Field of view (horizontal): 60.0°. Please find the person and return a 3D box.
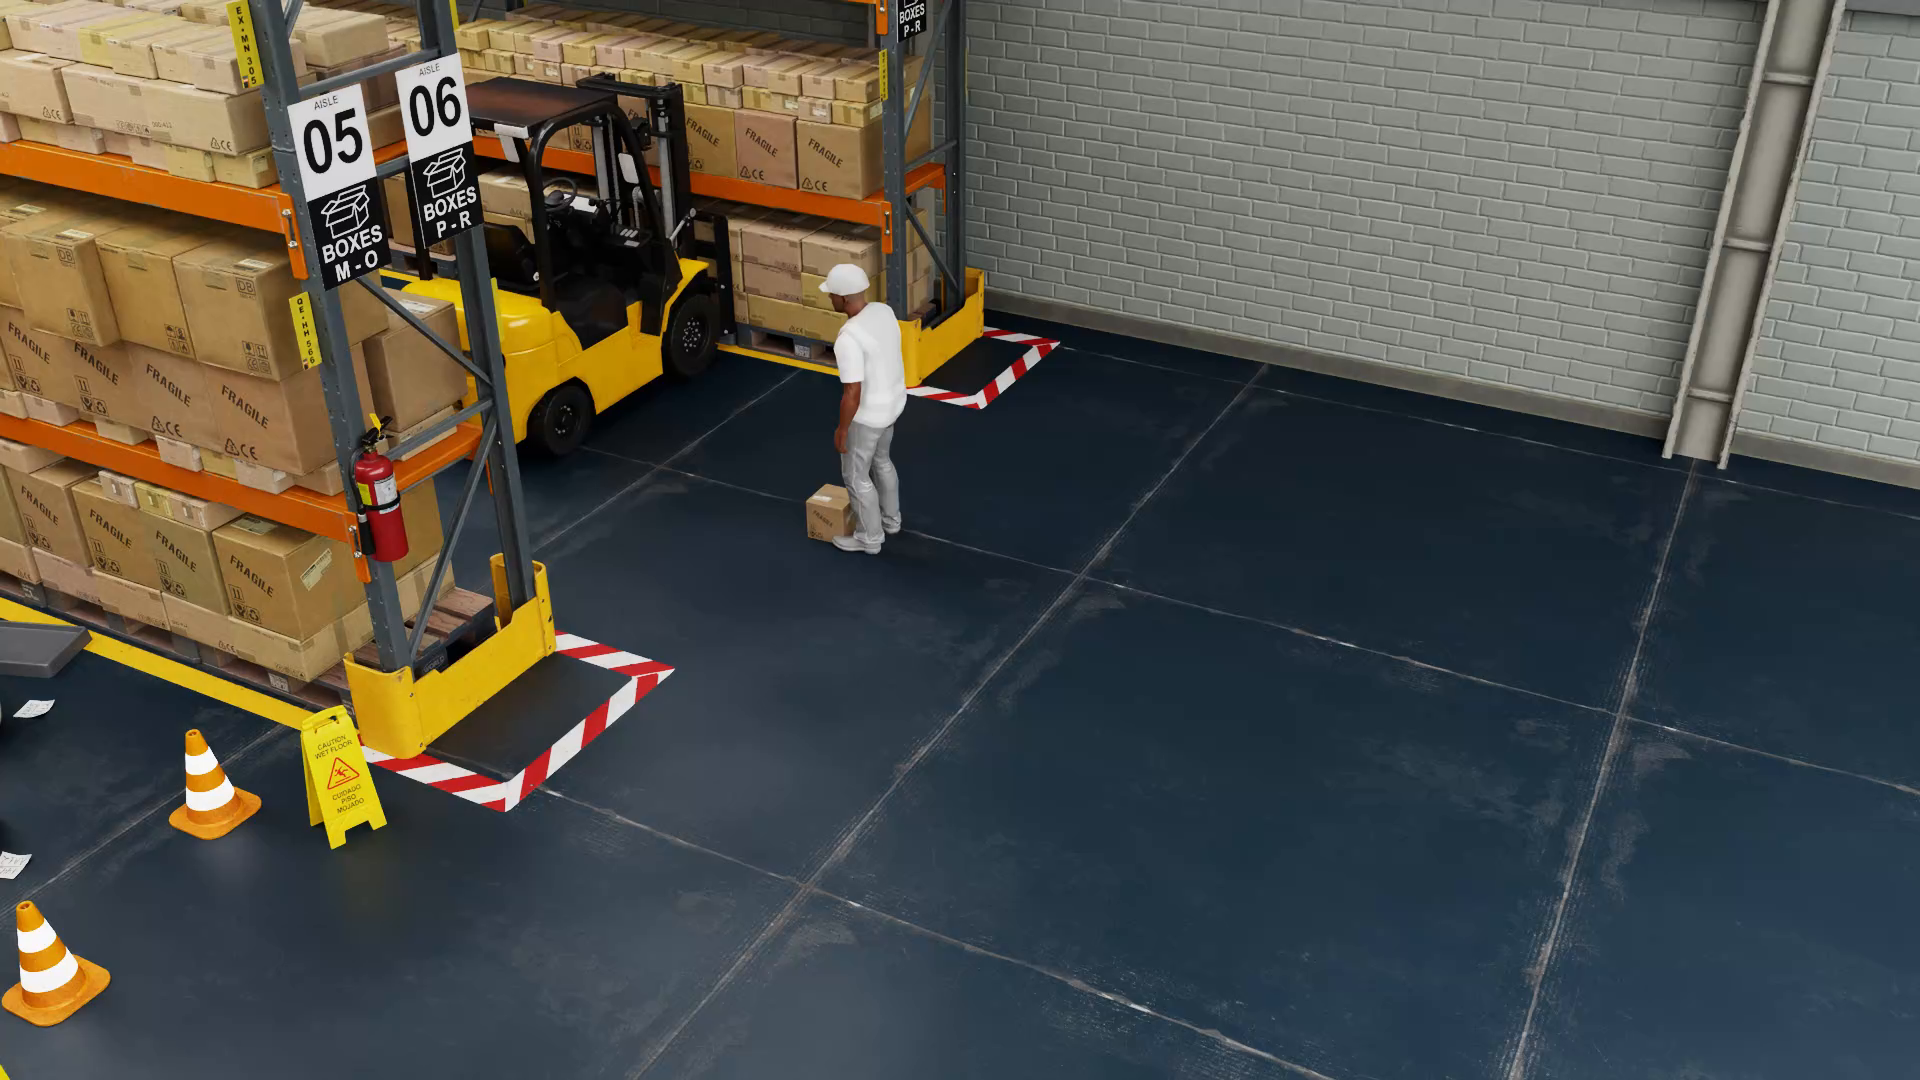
[{"bbox_3d":[-0.555,-0.757,9.594,0.462,1.759,0.633,12,32,20],"label":"person"}]
